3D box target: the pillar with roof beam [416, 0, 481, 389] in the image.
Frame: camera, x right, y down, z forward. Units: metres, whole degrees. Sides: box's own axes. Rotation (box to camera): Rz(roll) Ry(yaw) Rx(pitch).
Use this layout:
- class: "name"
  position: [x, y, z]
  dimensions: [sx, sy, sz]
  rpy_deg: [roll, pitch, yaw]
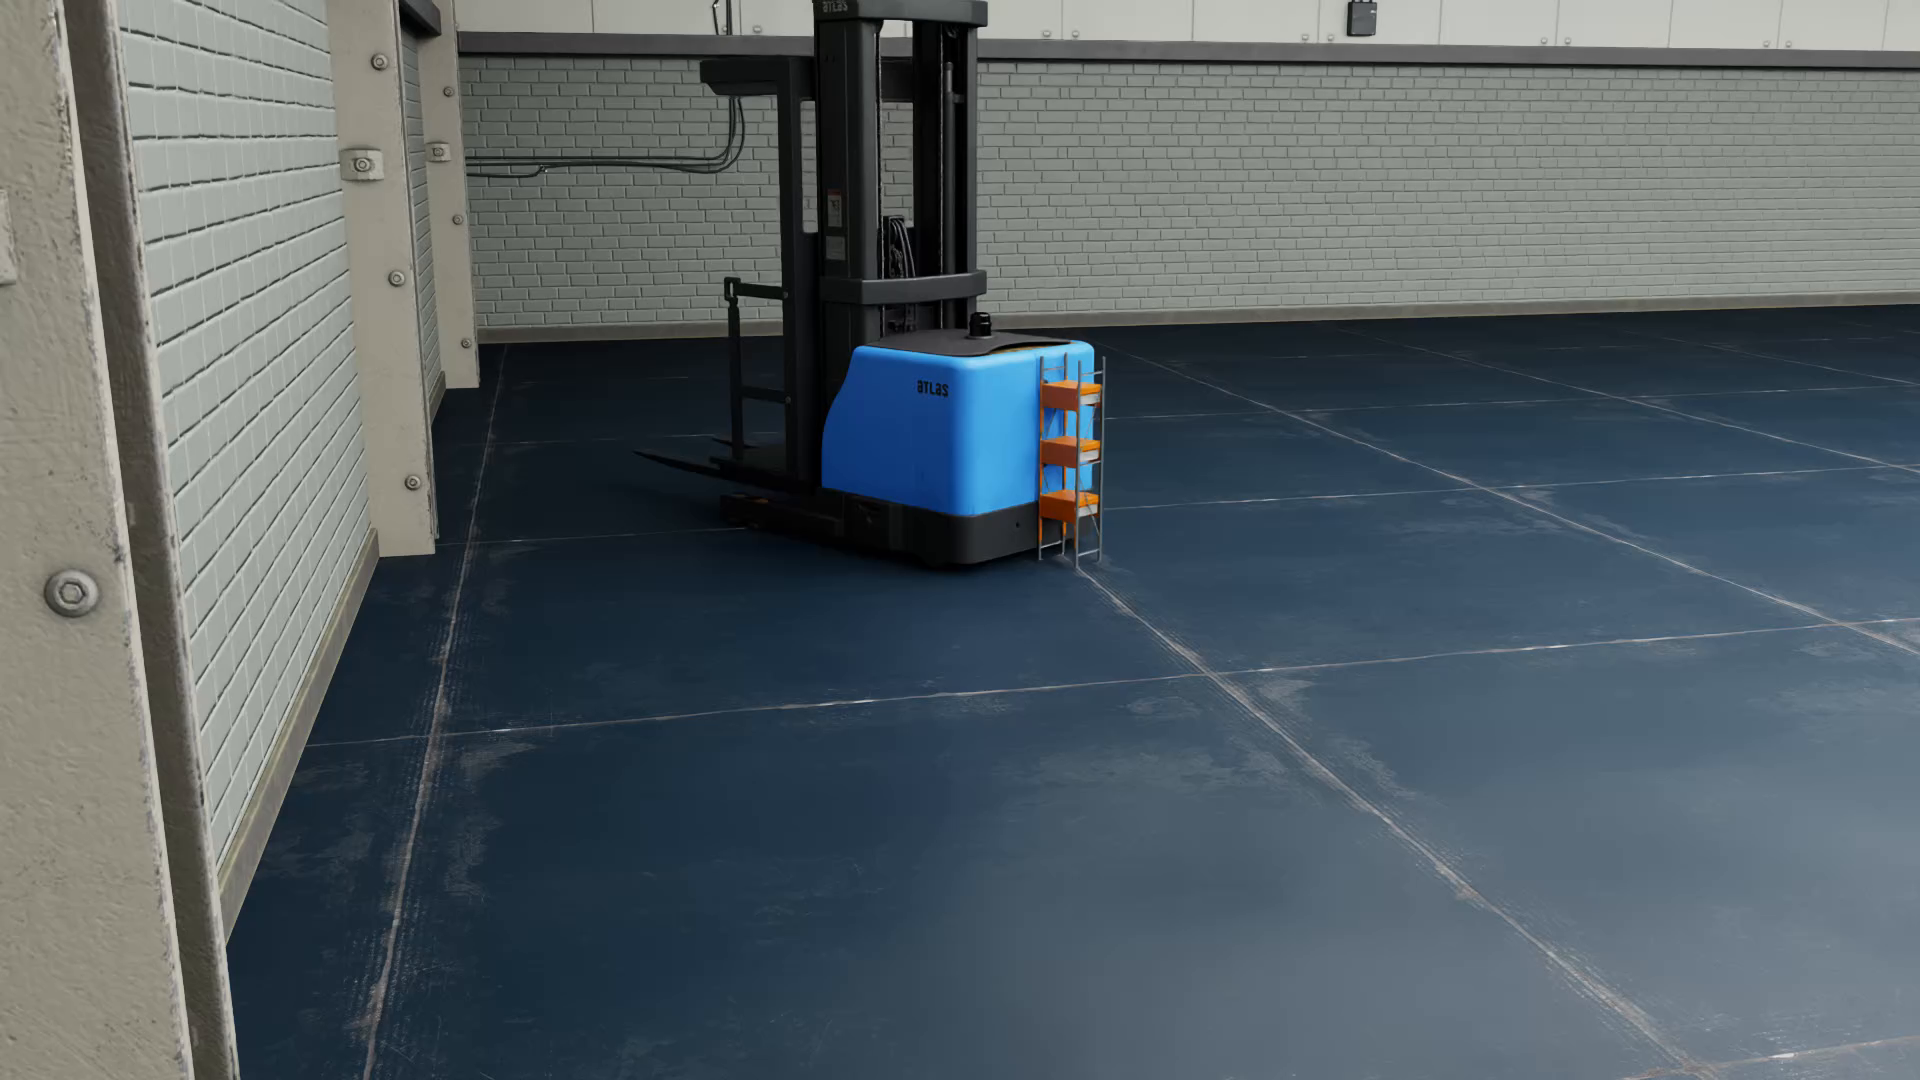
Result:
- class: "pillar with roof beam"
  position: [-0.150, -5.961, 14.365]
  dimensions: [9.100, 9.000, 0.400]
  rpy_deg: [-3, 14, -13]

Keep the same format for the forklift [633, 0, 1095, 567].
- class: "forklift"
  position: [-0.699, -1.564, 9.154]
  dimensions: [3.031, 2.935, 1.130]
  rpy_deg: [13, 19, 42]

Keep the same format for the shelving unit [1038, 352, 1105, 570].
- class: "shelving unit"
  position: [0.558, -0.397, 8.340]
  dimensions: [0.252, 1.050, 0.215]
  rpy_deg: [13, 19, 42]

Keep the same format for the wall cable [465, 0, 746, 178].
- class: "wall cable"
  position: [-3.741, -4.966, 16.834]
  dimensions: [3.097, 2.526, 0.112]
  rpy_deg: [-3, 14, -13]

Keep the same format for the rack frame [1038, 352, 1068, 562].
- class: "rack frame"
  position: [0.470, -0.417, 8.423]
  dimensions: [0.008, 1.050, 0.200]
  rpy_deg: [13, 19, 42]

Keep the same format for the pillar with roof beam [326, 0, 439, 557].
- class: "pillar with roof beam"
  position: [1.260, -4.577, 8.699]
  dimensions: [9.100, 9.000, 0.400]
  rpy_deg: [-3, 14, -13]

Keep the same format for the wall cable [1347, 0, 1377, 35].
- class: "wall cable"
  position: [5.491, -8.652, 18.213]
  dimensions: [2.305, 6.003, 0.169]
  rpy_deg: [-3, 14, -13]

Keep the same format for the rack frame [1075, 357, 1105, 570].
- class: "rack frame"
  position: [0.645, -0.377, 8.258]
  dimensions: [0.008, 1.050, 0.200]
  rpy_deg: [13, 19, 42]

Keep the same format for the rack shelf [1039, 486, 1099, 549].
- class: "rack shelf"
  position: [0.558, -0.117, 8.409]
  dimensions: [0.240, 0.259, 0.215]
  rpy_deg: [13, 19, 42]

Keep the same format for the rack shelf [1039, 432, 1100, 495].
- class: "rack shelf"
  position: [0.558, -0.387, 8.343]
  dimensions: [0.240, 0.259, 0.215]
  rpy_deg: [13, 19, 42]

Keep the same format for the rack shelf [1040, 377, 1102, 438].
- class: "rack shelf"
  position: [0.558, -0.662, 8.276]
  dimensions: [0.240, 0.259, 0.215]
  rpy_deg: [13, 19, 42]
